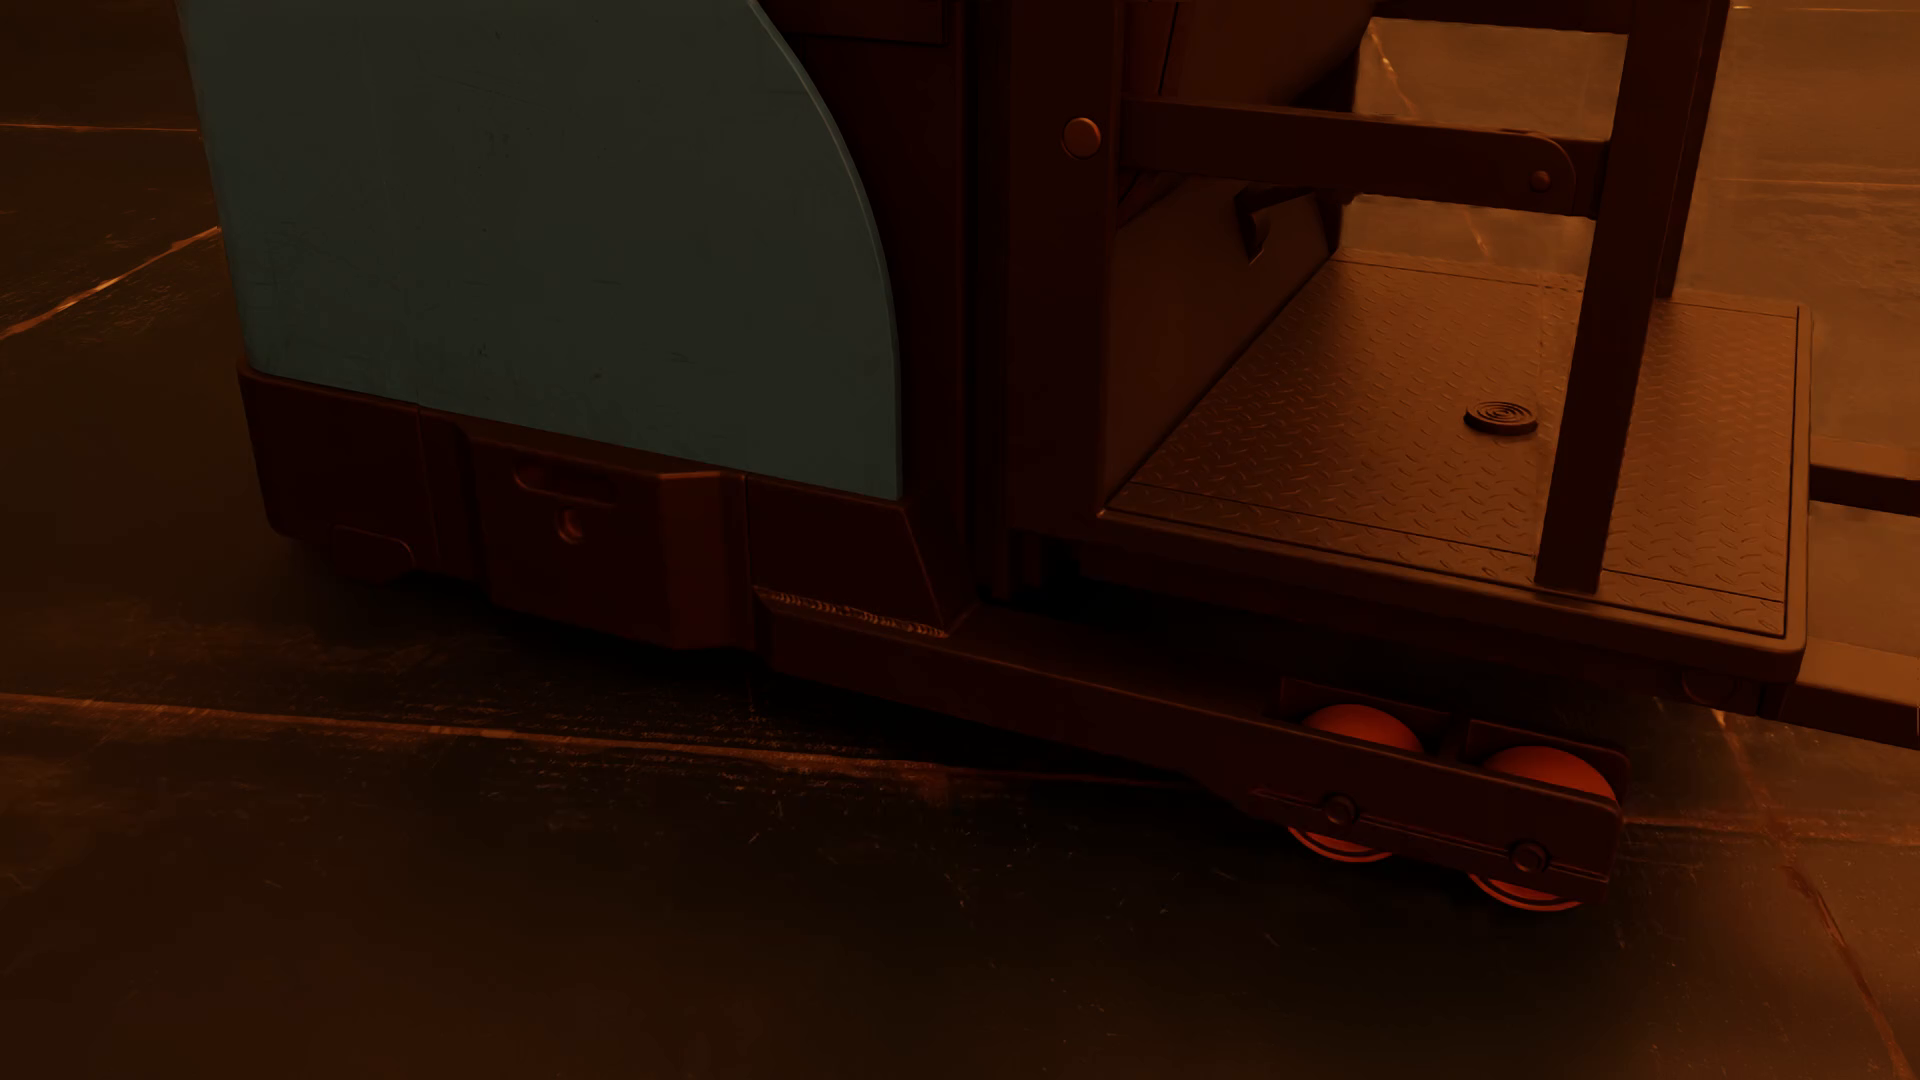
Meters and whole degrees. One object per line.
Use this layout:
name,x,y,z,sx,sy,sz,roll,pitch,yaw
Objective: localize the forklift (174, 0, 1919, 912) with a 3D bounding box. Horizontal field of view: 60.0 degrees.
forklift,0.554,-1.198,1.617,3.031,2.935,1.130,12,29,22
